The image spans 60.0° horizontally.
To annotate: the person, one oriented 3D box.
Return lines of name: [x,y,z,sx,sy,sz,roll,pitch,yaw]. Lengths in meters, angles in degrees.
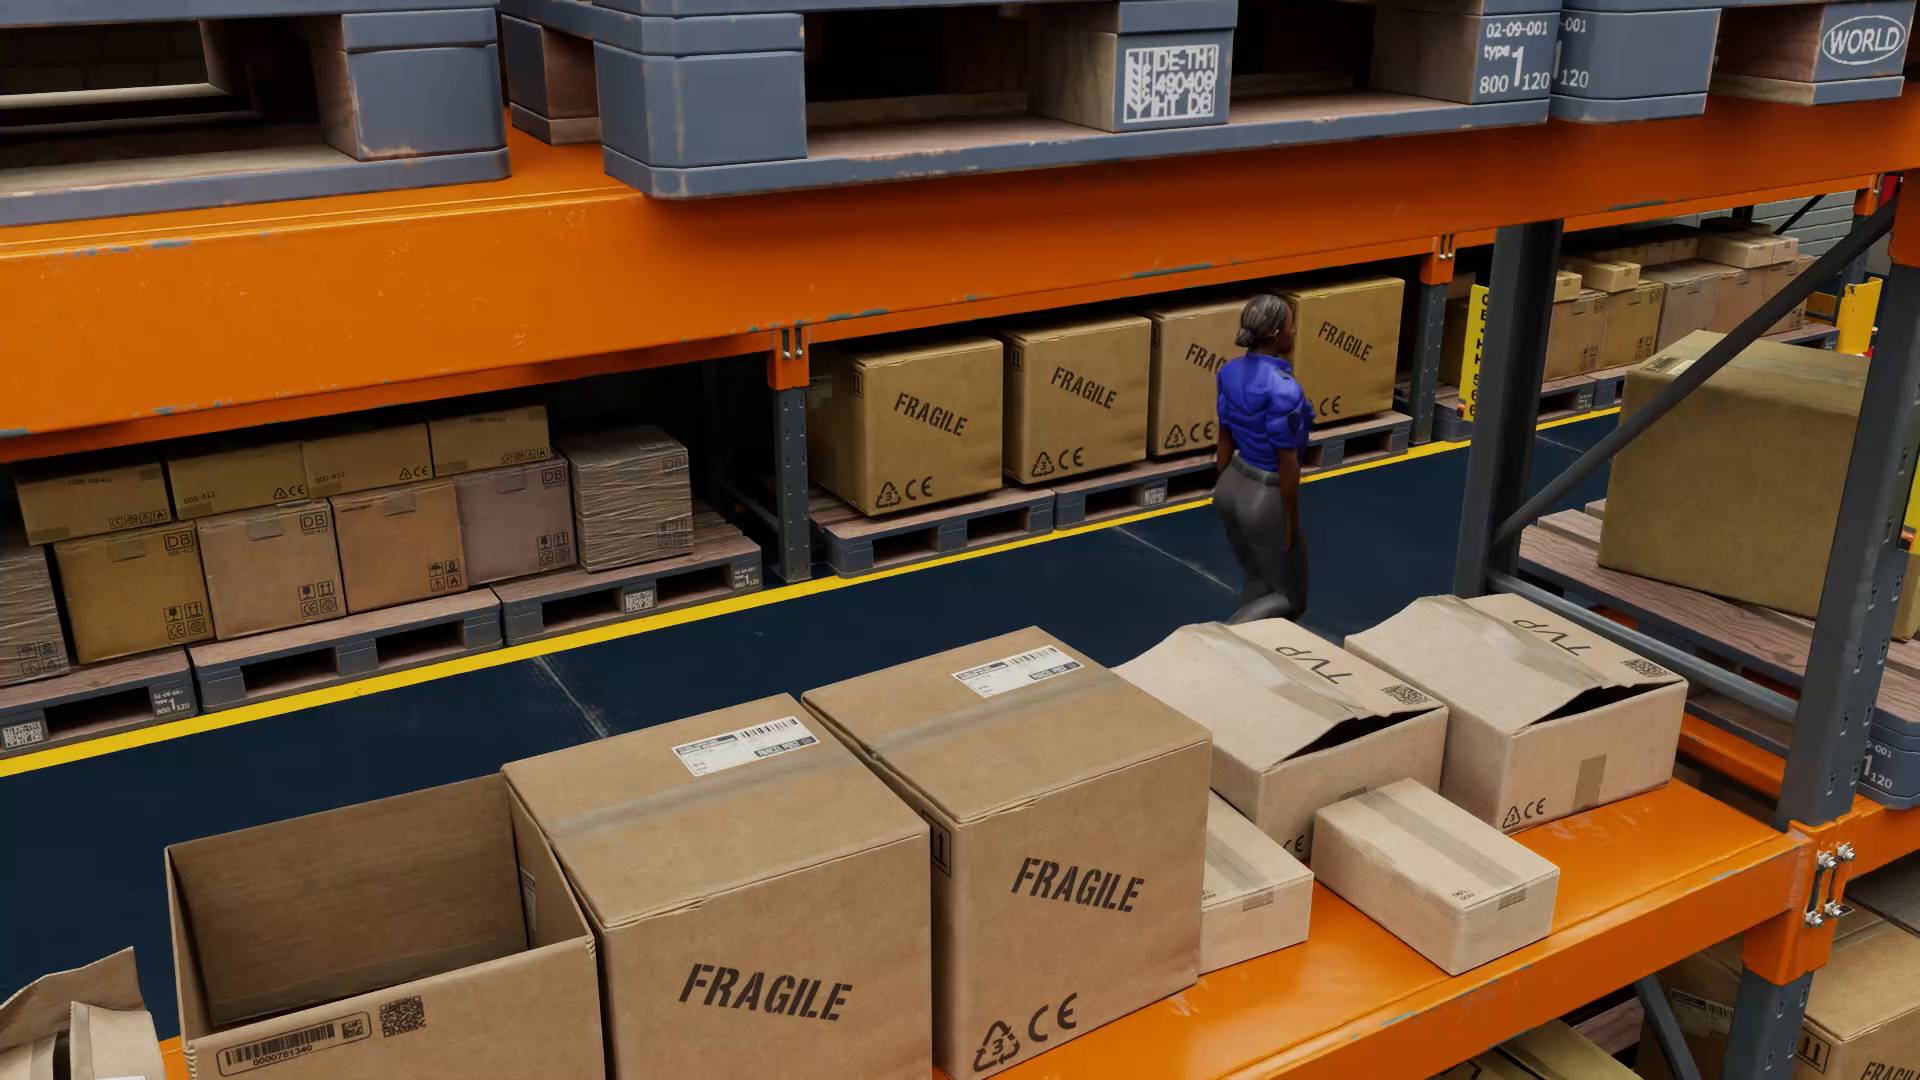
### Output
person: [1.112,-0.129,6.372,0.640,1.633,0.441,-10,24,-24]
